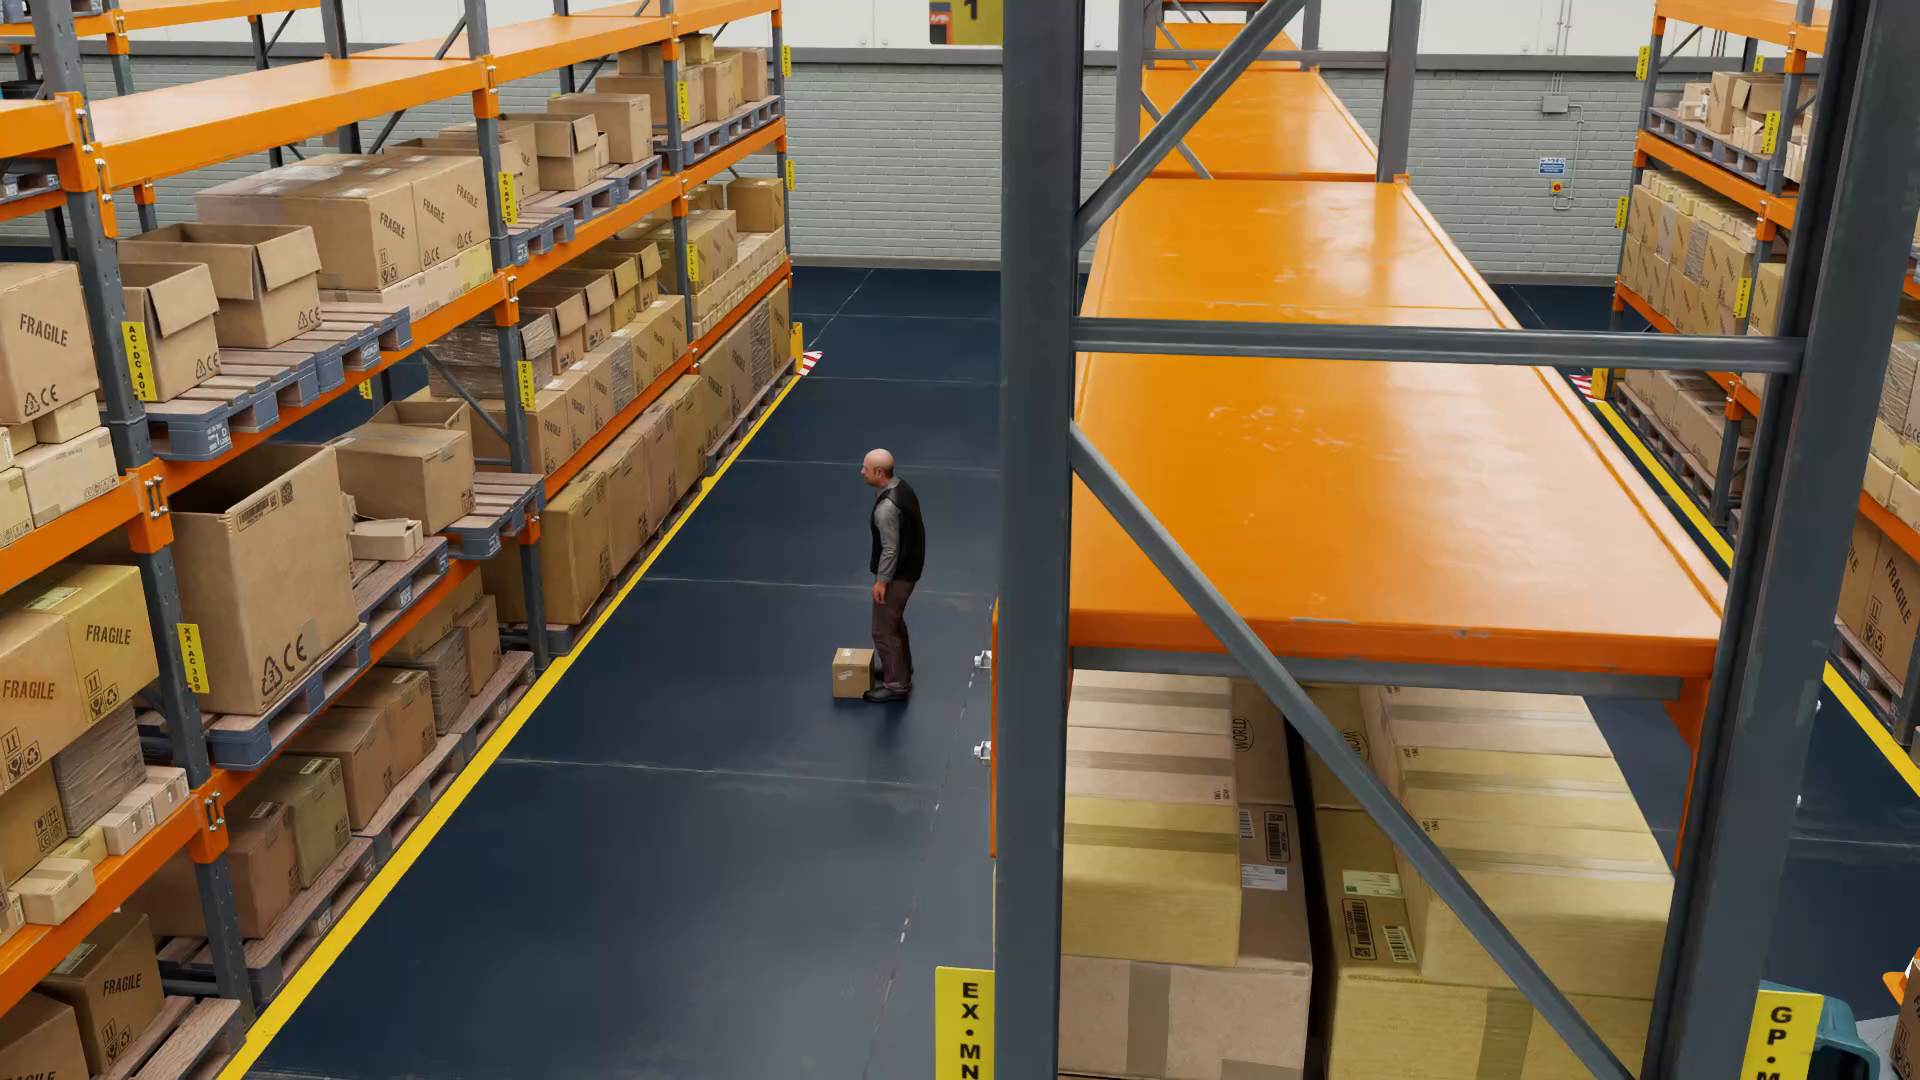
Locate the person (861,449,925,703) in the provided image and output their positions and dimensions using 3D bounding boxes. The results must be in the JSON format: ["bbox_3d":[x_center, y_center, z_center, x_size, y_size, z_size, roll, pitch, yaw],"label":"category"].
[{"bbox_3d":[-0.437,0.220,10.970,0.421,1.720,0.580,3,21,7],"label":"person"}]
